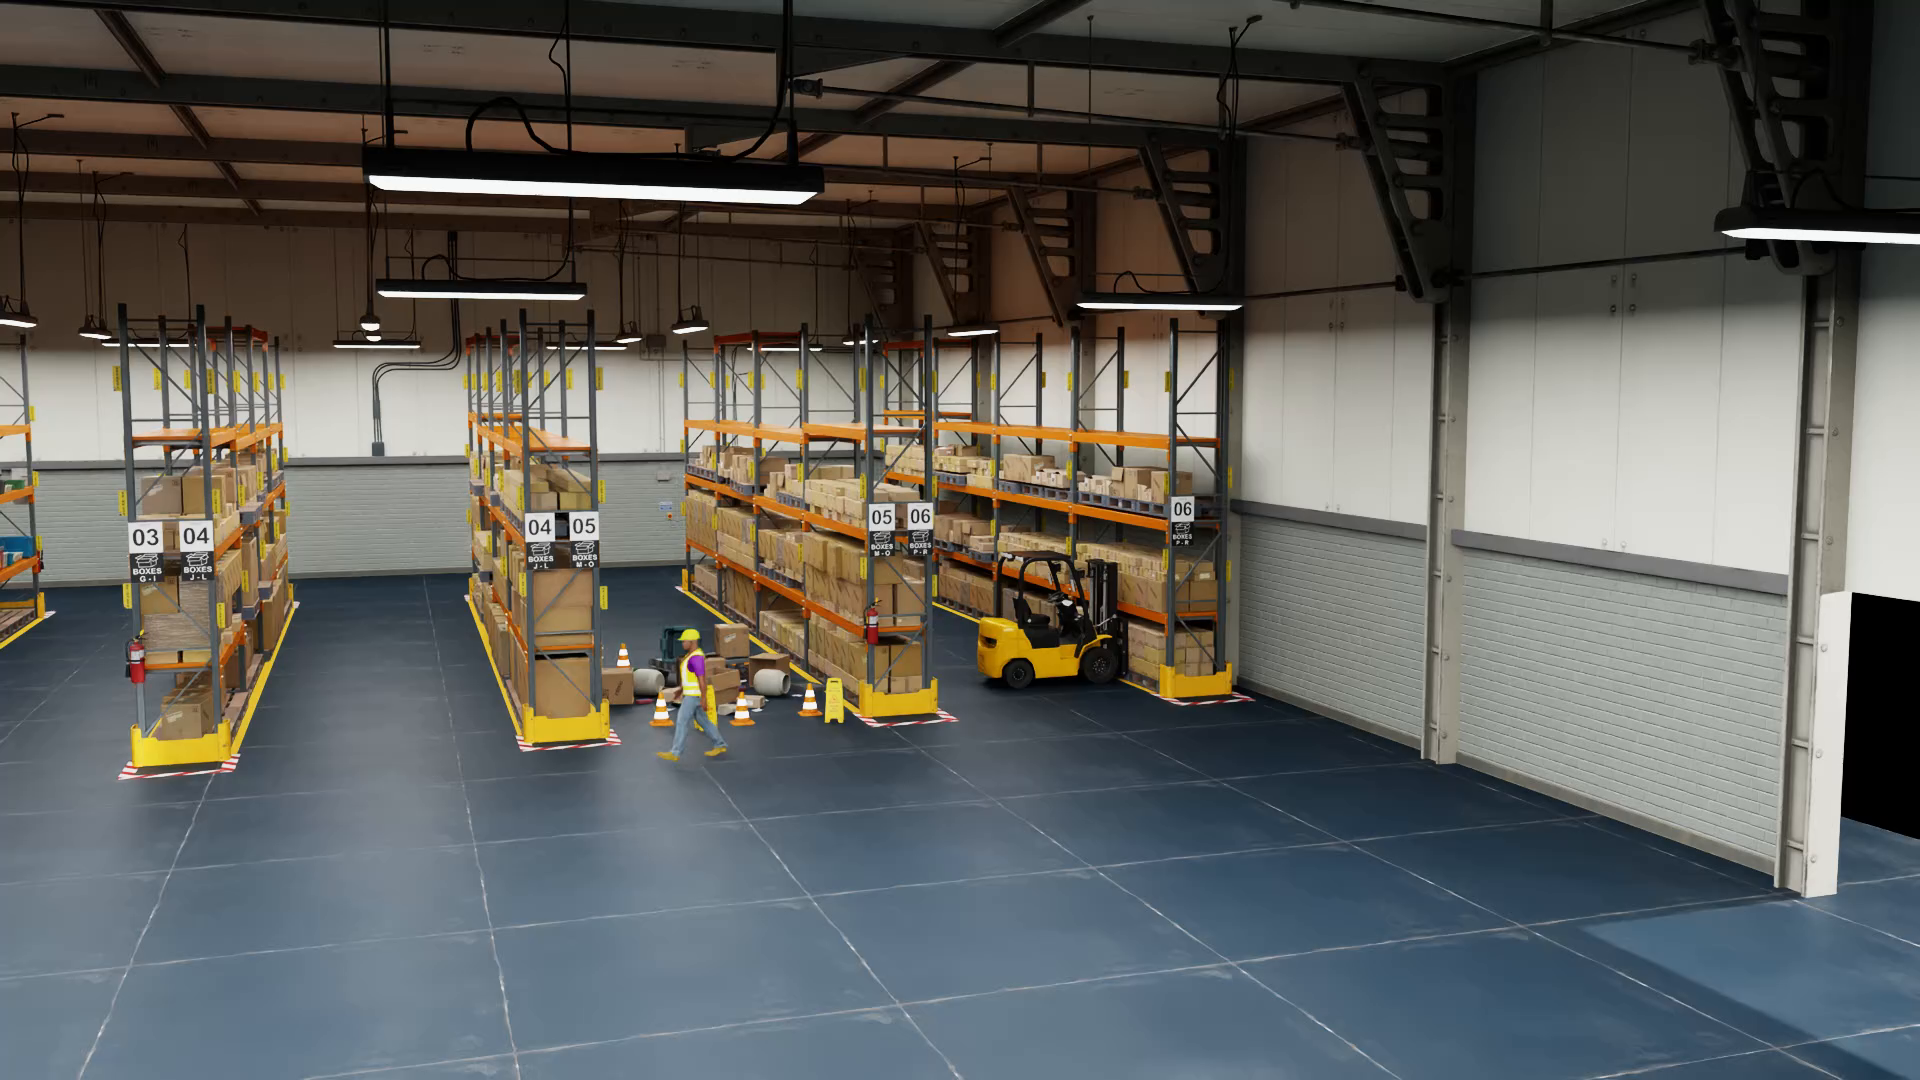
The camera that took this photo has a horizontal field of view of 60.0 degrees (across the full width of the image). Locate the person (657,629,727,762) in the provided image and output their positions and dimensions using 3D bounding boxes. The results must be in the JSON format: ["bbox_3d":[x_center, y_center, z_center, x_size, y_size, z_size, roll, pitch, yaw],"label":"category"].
[{"bbox_3d":[-3.564,2.049,22.103,0.896,1.748,0.575,0,5,-4],"label":"person"}]

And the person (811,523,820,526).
[{"bbox_3d":[-3.849,-0.177,45.263,0.522,1.799,0.608,-4,7,-38],"label":"person"}]
